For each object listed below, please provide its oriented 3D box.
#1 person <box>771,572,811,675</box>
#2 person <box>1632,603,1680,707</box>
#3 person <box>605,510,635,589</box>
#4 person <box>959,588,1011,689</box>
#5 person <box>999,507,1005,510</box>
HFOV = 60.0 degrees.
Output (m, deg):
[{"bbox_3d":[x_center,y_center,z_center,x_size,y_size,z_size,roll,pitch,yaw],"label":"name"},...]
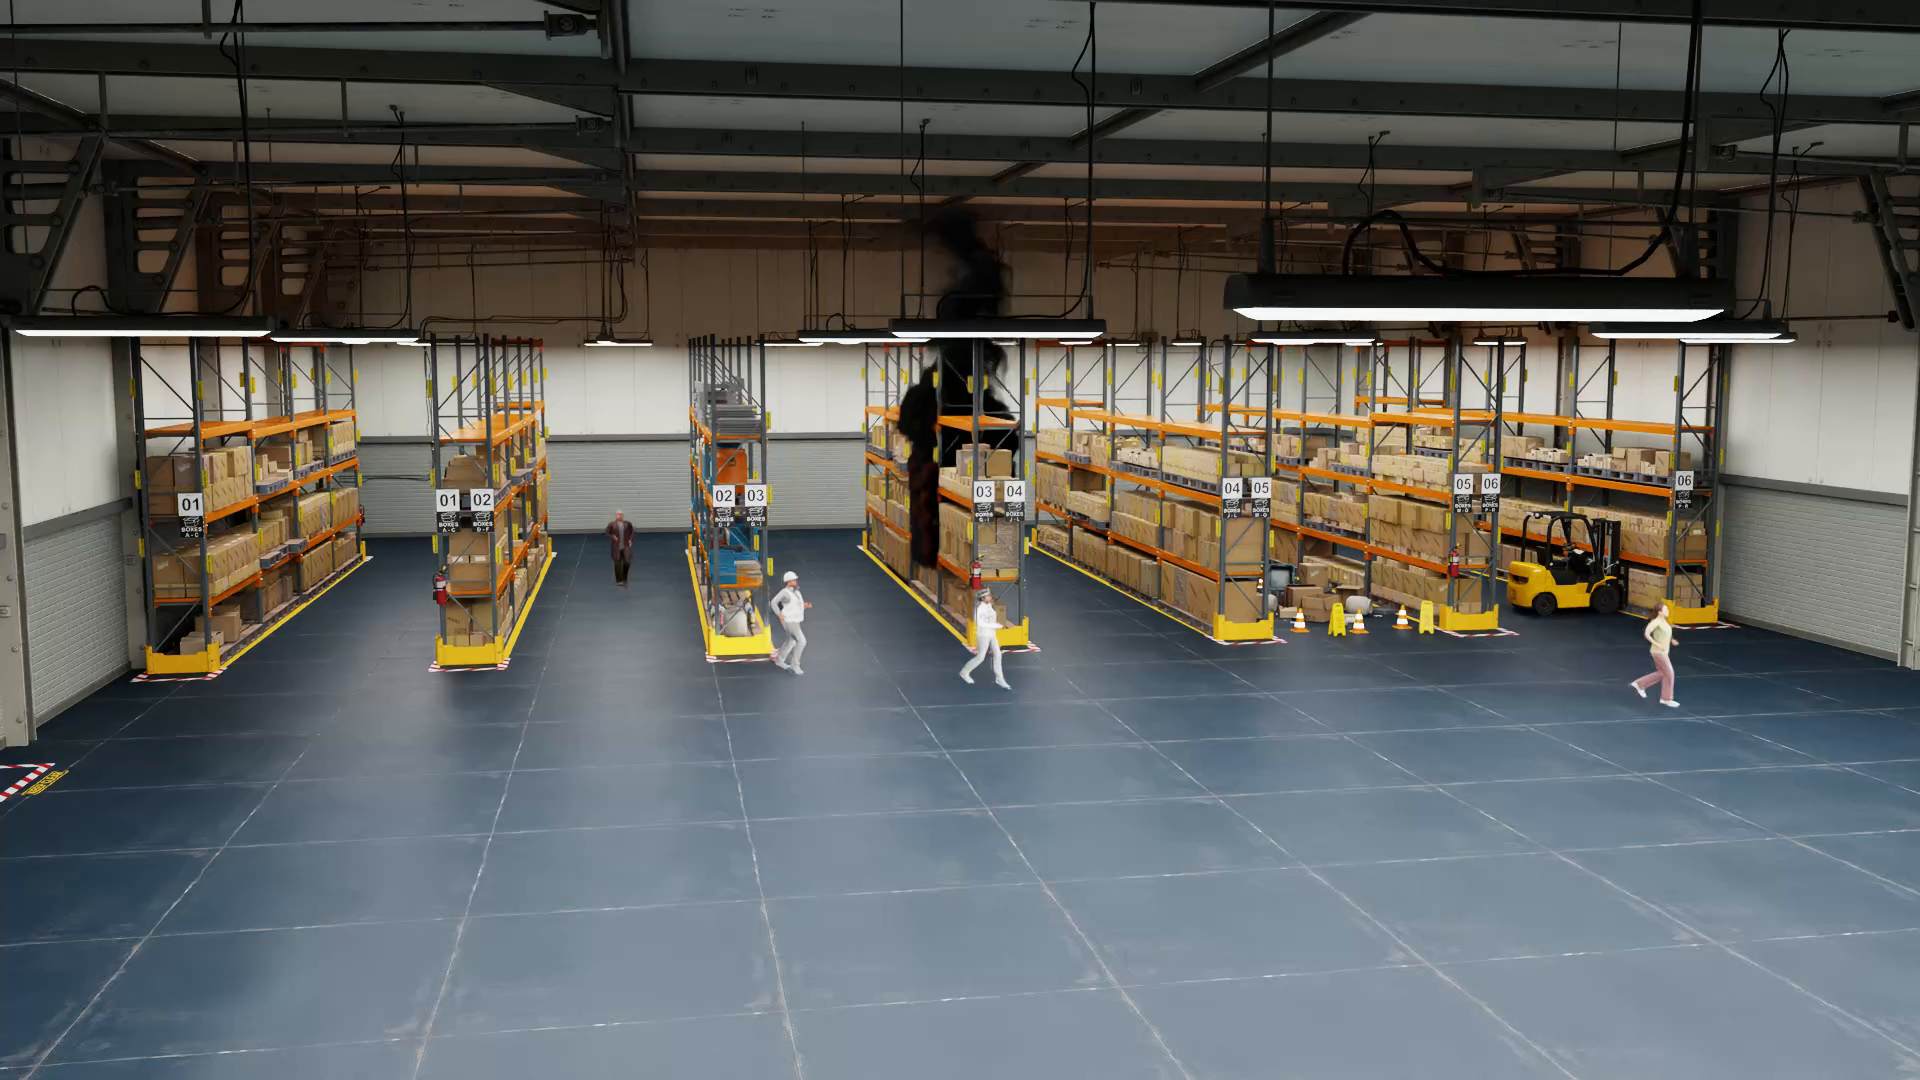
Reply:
[{"bbox_3d":[-2.979,1.477,29.477,0.752,1.830,0.624,2,7,18],"label":"person"},{"bbox_3d":[11.252,1.831,26.845,0.769,1.662,0.587,5,8,36],"label":"person"},{"bbox_3d":[-7.743,0.226,38.036,0.694,1.821,0.671,-2,7,-19],"label":"person"},{"bbox_3d":[0.423,1.658,28.204,0.892,1.721,0.622,3,7,24],"label":"person"},{"bbox_3d":[1.023,-0.607,47.793,0.735,1.710,0.977,-1,7,-5],"label":"person"}]
